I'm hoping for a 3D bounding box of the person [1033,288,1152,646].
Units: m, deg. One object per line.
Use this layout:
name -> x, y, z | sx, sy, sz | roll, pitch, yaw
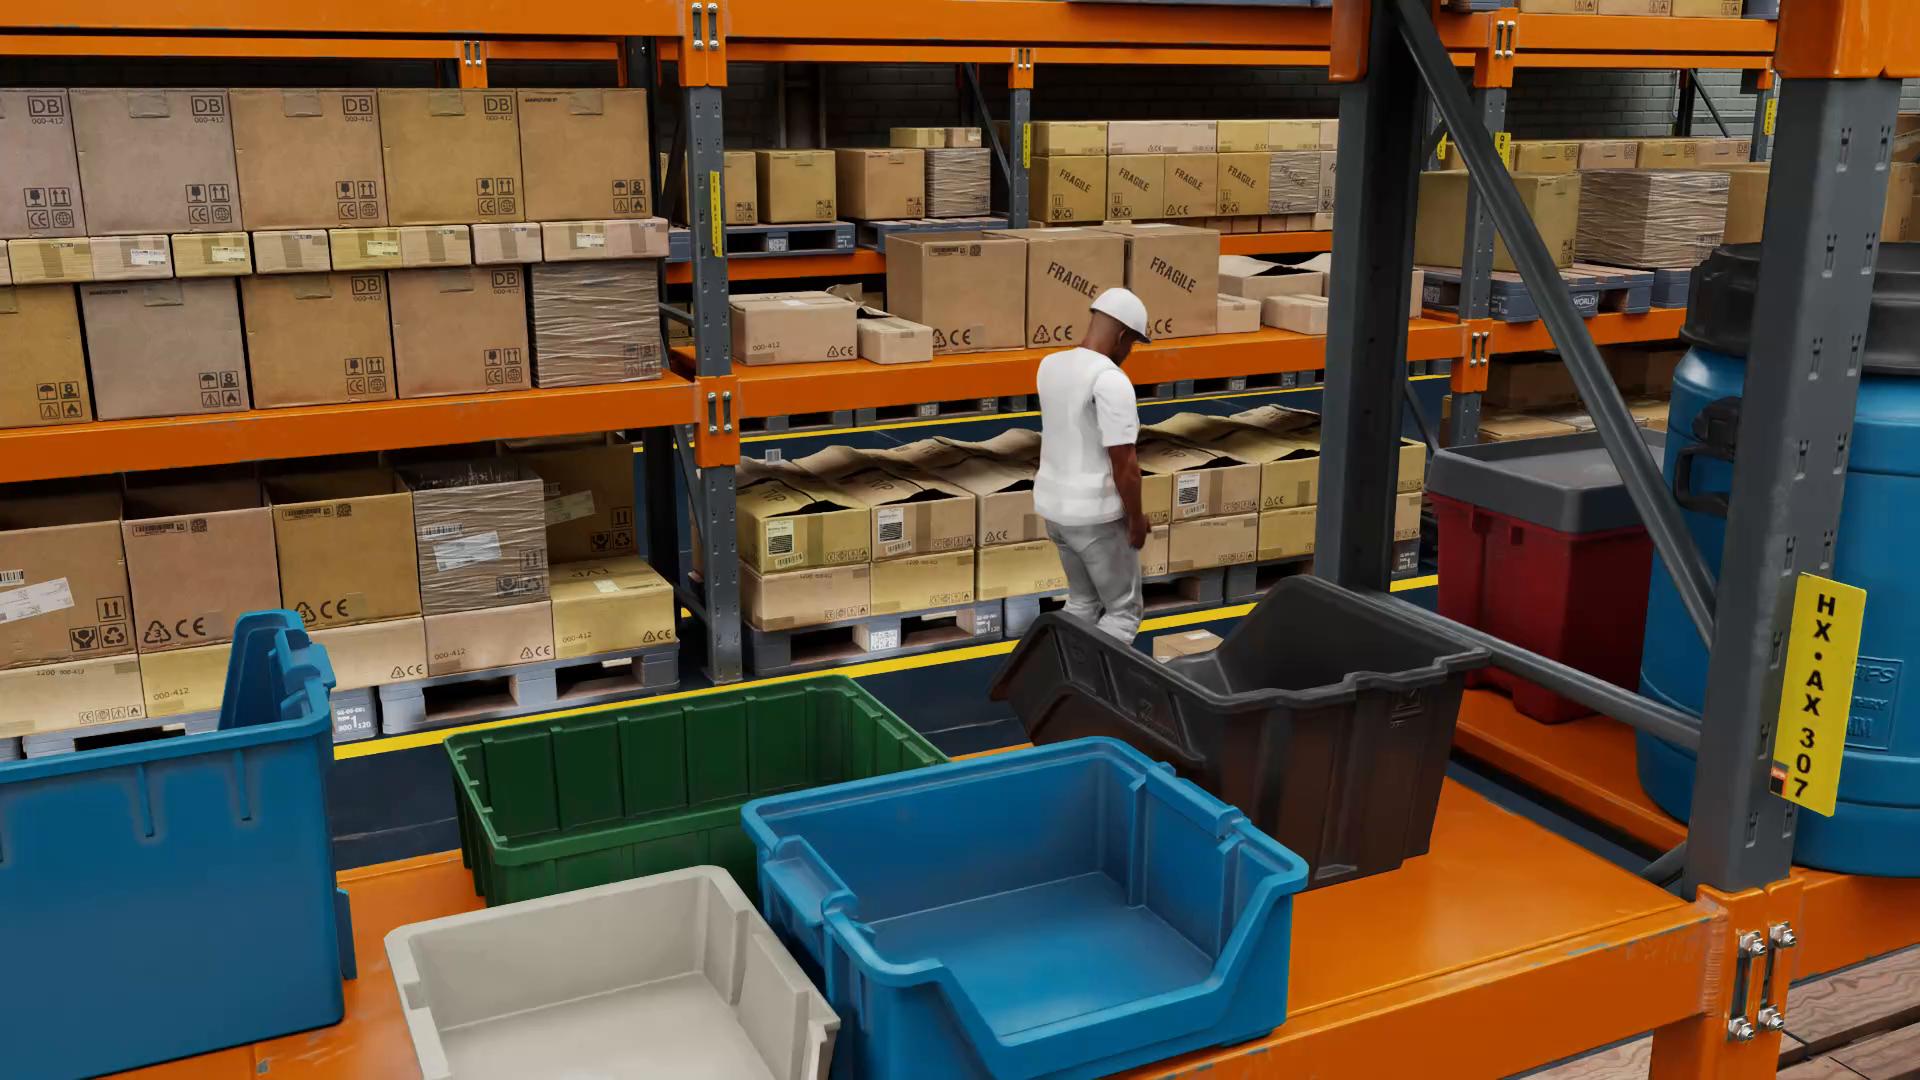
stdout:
person -> 0.526, -0.118, 6.508 | 0.453, 1.717, 0.591 | -7, 17, -25
